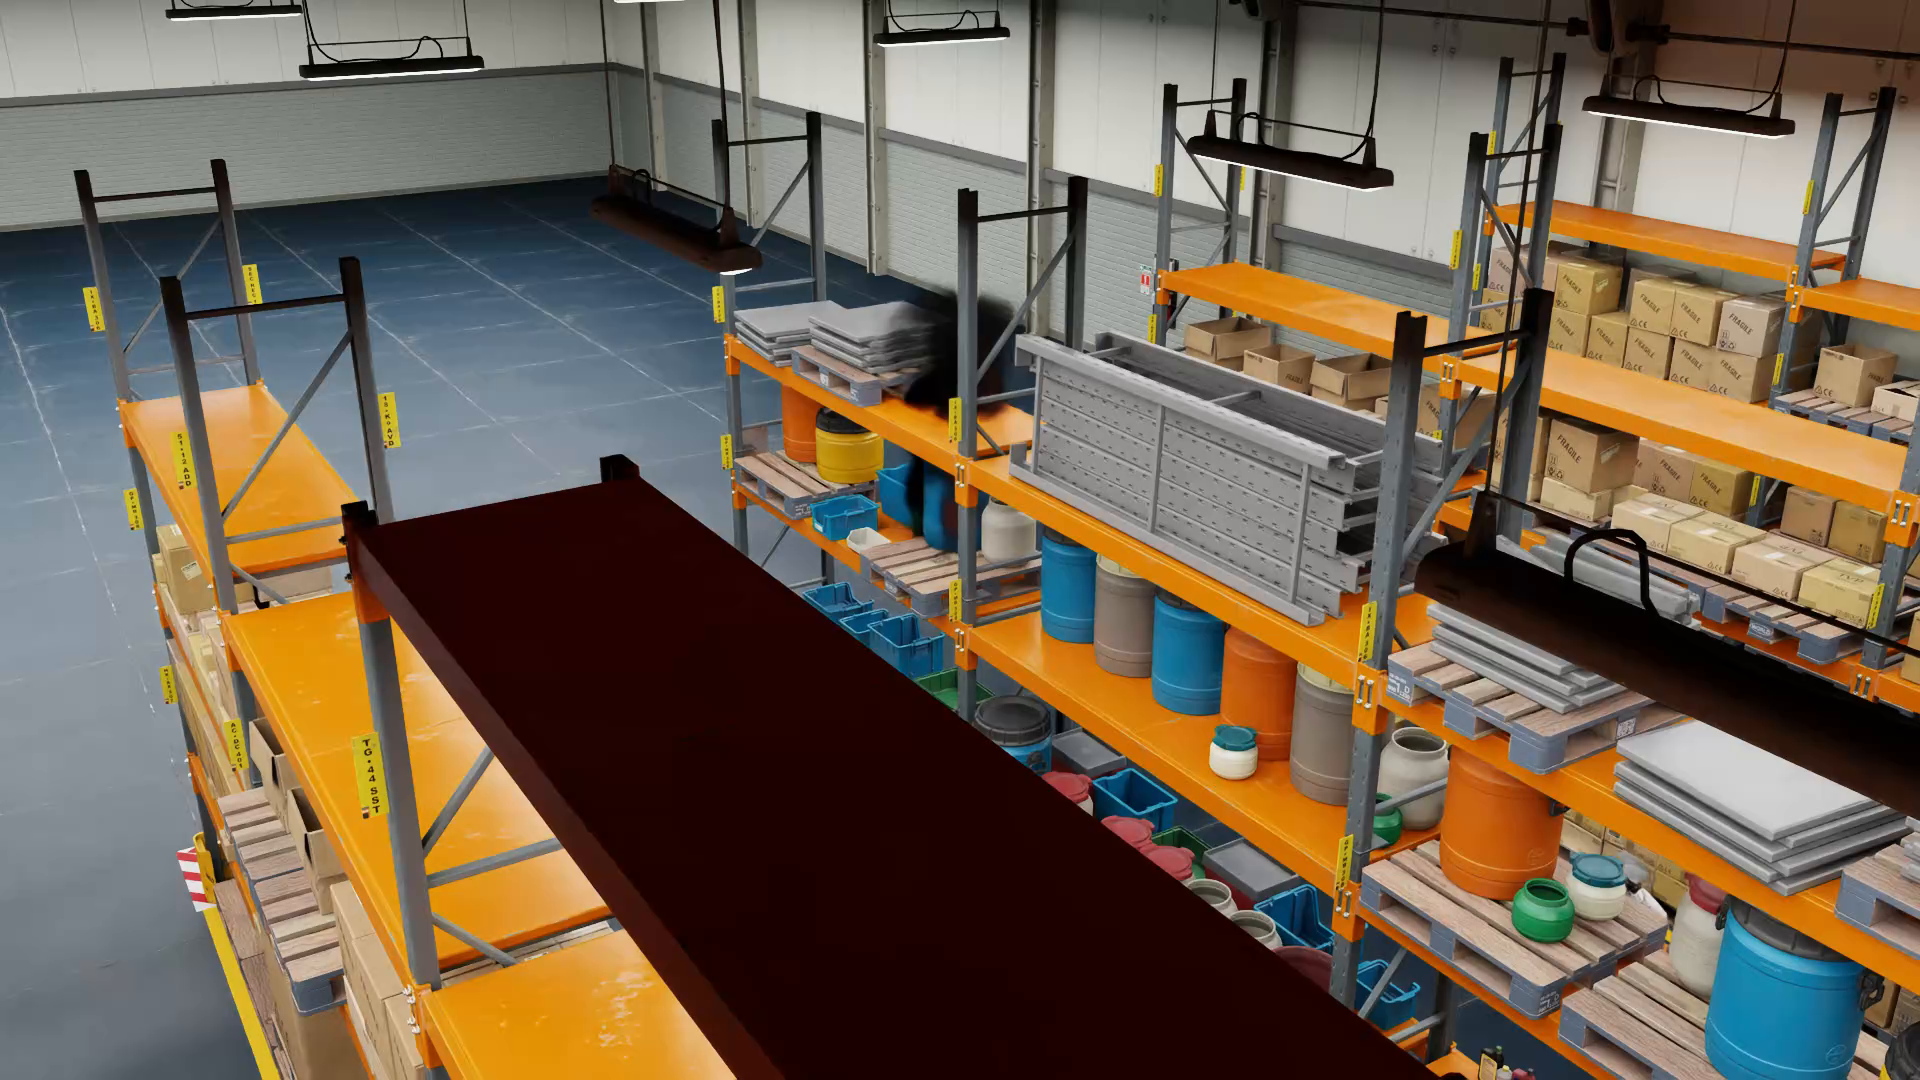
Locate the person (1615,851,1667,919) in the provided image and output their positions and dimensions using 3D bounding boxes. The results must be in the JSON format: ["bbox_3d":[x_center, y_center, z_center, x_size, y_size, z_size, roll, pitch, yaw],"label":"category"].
[{"bbox_3d":[4.571,2.948,11.783,0.584,1.718,0.685,-19,29,-39],"label":"person"}]
